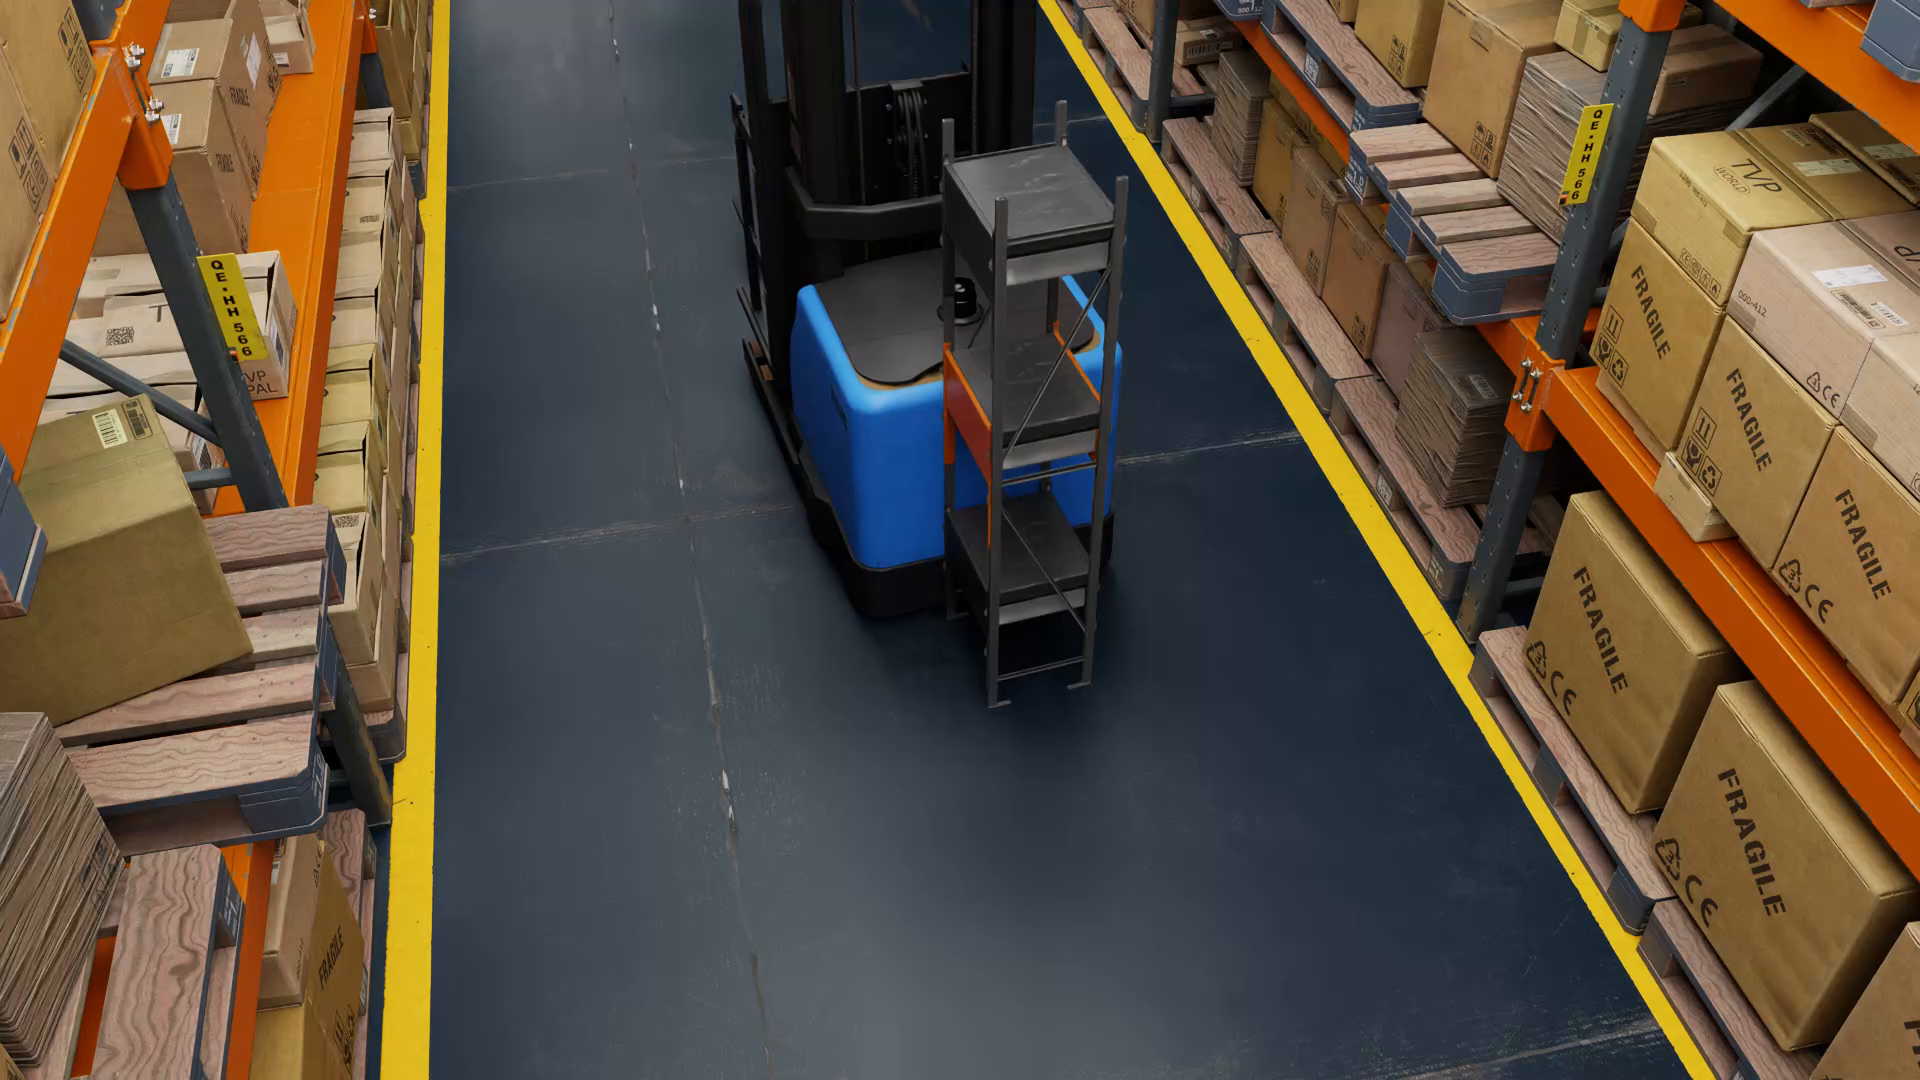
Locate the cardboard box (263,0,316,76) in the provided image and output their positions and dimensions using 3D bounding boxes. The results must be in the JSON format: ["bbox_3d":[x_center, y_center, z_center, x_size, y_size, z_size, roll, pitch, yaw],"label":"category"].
[{"bbox_3d":[-2.929,-2.117,6.977,0.396,0.266,0.258,-9,42,-10],"label":"cardboard box"}]

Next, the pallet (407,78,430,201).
[{"bbox_3d":[-3.429,-2.190,9.058,1.003,0.211,1.213,-8,42,-9],"label":"pallet"}]

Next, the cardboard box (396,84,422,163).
[{"bbox_3d":[-3.103,-2.184,8.706,0.500,0.250,0.500,-8,42,-9],"label":"cardboard box"}]

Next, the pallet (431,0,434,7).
[{"bbox_3d":[-3.956,-3.772,10.840,1.003,0.211,1.213,-8,42,-9],"label":"pallet"}]

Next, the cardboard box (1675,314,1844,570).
[{"bbox_3d":[2.360,-0.294,4.508,0.500,0.500,0.500,-7,42,-8],"label":"cardboard box"}]

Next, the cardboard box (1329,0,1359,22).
[{"bbox_3d":[1.900,-2.505,6.906,0.700,0.500,0.500,-3,42,-3],"label":"cardboard box"}]

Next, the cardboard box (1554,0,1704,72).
[{"bbox_3d":[2.213,-1.701,5.511,0.380,0.149,0.250,-15,44,-16],"label":"cardboard box"}]

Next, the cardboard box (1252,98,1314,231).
[{"bbox_3d":[1.873,-1.851,8.127,0.700,0.500,0.500,-9,42,-10],"label":"cardboard box"}]

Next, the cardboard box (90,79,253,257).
[{"bbox_3d":[-2.813,-1.241,5.813,0.500,0.500,0.500,-10,43,-12],"label":"cardboard box"}]

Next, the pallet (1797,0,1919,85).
[{"bbox_3d":[2.592,-1.472,4.032,1.213,0.211,1.003,-7,42,-7],"label":"pallet"}]

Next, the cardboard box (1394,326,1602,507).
[{"bbox_3d":[2.195,-0.520,6.627,0.700,0.500,0.500,-8,42,-9],"label":"cardboard box"}]

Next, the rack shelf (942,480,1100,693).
[{"bbox_3d":[0.214,0.168,6.054,0.431,0.518,0.480,-12,43,-14],"label":"rack shelf"}]

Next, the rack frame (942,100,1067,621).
[{"bbox_3d":[0.137,-0.520,5.754,0.400,2.100,0.015,-12,43,-14],"label":"rack frame"}]

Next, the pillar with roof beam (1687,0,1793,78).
[{"bbox_3d":[-1.239,-3.424,3.829,9.100,9.000,0.400,-8,42,-9],"label":"pillar with roof beam"}]

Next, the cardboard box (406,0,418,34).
[{"bbox_3d":[-3.309,-3.114,9.189,0.500,0.500,0.500,-8,42,-9],"label":"cardboard box"}]

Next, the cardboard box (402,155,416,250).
[{"bbox_3d":[-2.926,-1.613,8.062,0.500,0.250,0.500,-9,42,-10],"label":"cardboard box"}]

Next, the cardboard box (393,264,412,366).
[{"bbox_3d":[-2.708,-0.953,7.319,0.500,0.250,0.500,-7,42,-8],"label":"cardboard box"}]

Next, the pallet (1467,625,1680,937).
[{"bbox_3d":[2.497,0.734,5.764,1.003,0.211,1.213,-8,42,-9],"label":"pallet"}]

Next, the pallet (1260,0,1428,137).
[{"bbox_3d":[1.934,-2.036,6.929,1.003,0.211,1.213,-8,42,-9],"label":"pallet"}]

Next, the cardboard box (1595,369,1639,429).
[{"bbox_3d":[2.246,-0.498,5.225,0.380,0.149,0.250,-9,42,-10],"label":"cardboard box"}]

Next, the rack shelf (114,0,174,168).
[{"bbox_3d":[-2.867,-2.268,5.327,1.077,0.370,4.000,-8,42,-9],"label":"rack shelf"}]

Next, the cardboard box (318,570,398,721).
[{"bbox_3d":[-2.261,0.371,5.827,0.500,0.250,0.500,-8,42,-9],"label":"cardboard box"}]

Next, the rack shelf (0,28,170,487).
[{"bbox_3d":[-2.004,0.325,2.406,1.077,0.370,4.000,-8,42,-9],"label":"rack shelf"}]

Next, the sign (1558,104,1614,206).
[{"bbox_3d":[1.873,-1.150,4.974,0.100,0.325,0.005,-8,42,-9],"label":"sign"}]

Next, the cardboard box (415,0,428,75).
[{"bbox_3d":[-3.308,-2.834,9.438,0.500,0.250,0.500,-8,42,-9],"label":"cardboard box"}]

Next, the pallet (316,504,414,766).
[{"bbox_3d":[-2.575,0.385,6.157,1.003,0.211,1.213,-8,42,-9],"label":"pallet"}]

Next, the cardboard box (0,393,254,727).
[{"bbox_3d":[-2.189,0.079,4.010,0.700,0.500,0.500,-22,46,-23],"label":"cardboard box"}]

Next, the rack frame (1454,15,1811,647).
[{"bbox_3d":[2.401,-0.831,5.426,1.000,3.000,0.127,-8,42,-9],"label":"rack frame"}]

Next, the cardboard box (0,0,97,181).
[{"bbox_3d":[-2.308,-1.000,3.282,0.910,0.500,0.500,-8,42,-9],"label":"cardboard box"}]

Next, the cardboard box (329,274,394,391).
[{"bbox_3d":[-2.603,-0.842,6.771,0.500,0.311,0.500,-9,42,-10],"label":"cardboard box"}]

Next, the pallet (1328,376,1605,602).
[{"bbox_3d":[2.234,-0.295,6.923,1.003,0.211,1.213,-8,42,-9],"label":"pallet"}]

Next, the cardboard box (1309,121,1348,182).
[{"bbox_3d":[1.927,-1.837,7.547,0.500,0.250,0.500,-9,42,-11],"label":"cardboard box"}]

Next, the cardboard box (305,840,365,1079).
[{"bbox_3d":[-2.004,1.225,4.663,0.500,0.500,0.500,-7,42,-8],"label":"cardboard box"}]

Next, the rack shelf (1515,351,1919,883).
[{"bbox_3d":[2.833,0.735,4.205,1.077,0.370,4.000,-8,42,-9],"label":"rack shelf"}]

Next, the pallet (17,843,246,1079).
[{"bbox_3d":[-2.011,1.213,3.268,1.003,0.211,1.213,-8,42,-9],"label":"pallet"}]

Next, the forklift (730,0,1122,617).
[{"bbox_3d":[-0.348,-1.794,6.563,1.130,2.935,3.031,-12,43,-14],"label":"forklift"}]

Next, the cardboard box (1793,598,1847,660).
[{"bbox_3d":[2.506,0.164,4.480,0.380,0.149,0.250,-7,42,-8],"label":"cardboard box"}]

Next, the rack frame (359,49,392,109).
[{"bbox_3d":[-3.299,-2.711,7.545,1.000,3.000,0.127,-8,42,-9],"label":"rack frame"}]

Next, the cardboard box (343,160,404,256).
[{"bbox_3d":[-2.813,-1.492,7.504,0.500,0.311,0.500,-7,42,-8],"label":"cardboard box"}]

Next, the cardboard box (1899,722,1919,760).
[{"bbox_3d":[2.587,0.495,4.107,0.380,0.149,0.250,-8,42,-9],"label":"cardboard box"}]

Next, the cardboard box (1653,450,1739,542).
[{"bbox_3d":[2.266,-0.149,4.832,0.380,0.149,0.250,-7,42,-8],"label":"cardboard box"}]

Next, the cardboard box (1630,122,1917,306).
[{"bbox_3d":[2.253,-0.917,4.645,0.500,0.250,0.500,-7,42,-8],"label":"cardboard box"}]

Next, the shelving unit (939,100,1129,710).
[{"bbox_3d":[0.214,-0.366,5.581,0.431,2.100,0.503,-12,43,-14],"label":"shelving unit"}]

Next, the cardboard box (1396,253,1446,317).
[{"bbox_3d":[2.133,-1.178,6.805,0.500,0.250,0.500,-8,42,-8],"label":"cardboard box"}]

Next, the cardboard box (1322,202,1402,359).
[{"bbox_3d":[2.062,-1.188,7.381,0.700,0.500,0.500,-9,42,-10],"label":"cardboard box"}]

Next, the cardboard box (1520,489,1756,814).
[{"bbox_3d":[2.432,0.312,5.442,0.750,0.750,0.750,-9,42,-10],"label":"cardboard box"}]

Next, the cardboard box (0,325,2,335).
[{"bbox_3d":[-2.086,-0.332,2.530,0.910,0.500,0.500,-8,42,-9],"label":"cardboard box"}]

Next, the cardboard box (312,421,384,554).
[{"bbox_3d":[-2.383,-0.178,6.023,0.500,0.311,0.500,-9,42,-10],"label":"cardboard box"}]

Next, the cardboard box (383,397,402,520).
[{"bbox_3d":[-2.489,-0.291,6.573,0.500,0.250,0.500,-9,42,-10],"label":"cardboard box"}]

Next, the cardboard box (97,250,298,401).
[{"bbox_3d":[-2.439,-0.693,5.338,0.500,0.311,0.500,-9,42,-10],"label":"cardboard box"}]

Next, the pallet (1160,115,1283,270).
[{"bbox_3d":[1.707,-1.876,8.705,1.003,0.211,1.213,-8,42,-9],"label":"pallet"}]

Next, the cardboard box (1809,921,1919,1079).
[{"bbox_3d":[2.802,1.431,4.182,0.750,0.750,0.750,-7,42,-8],"label":"cardboard box"}]

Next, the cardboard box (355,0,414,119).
[{"bbox_3d":[-3.093,-2.466,8.458,0.500,0.500,0.500,-8,42,-9],"label":"cardboard box"}]

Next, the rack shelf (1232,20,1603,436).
[{"bbox_3d":[1.969,-1.858,7.125,1.077,0.370,4.000,-8,42,-9],"label":"rack shelf"}]

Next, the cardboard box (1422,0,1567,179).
[{"bbox_3d":[2.143,-1.694,5.992,0.700,0.500,0.500,-12,43,-13],"label":"cardboard box"}]

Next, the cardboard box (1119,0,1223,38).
[{"bbox_3d":[1.274,-3.320,9.782,0.500,0.500,0.500,-11,43,-12],"label":"cardboard box"}]
